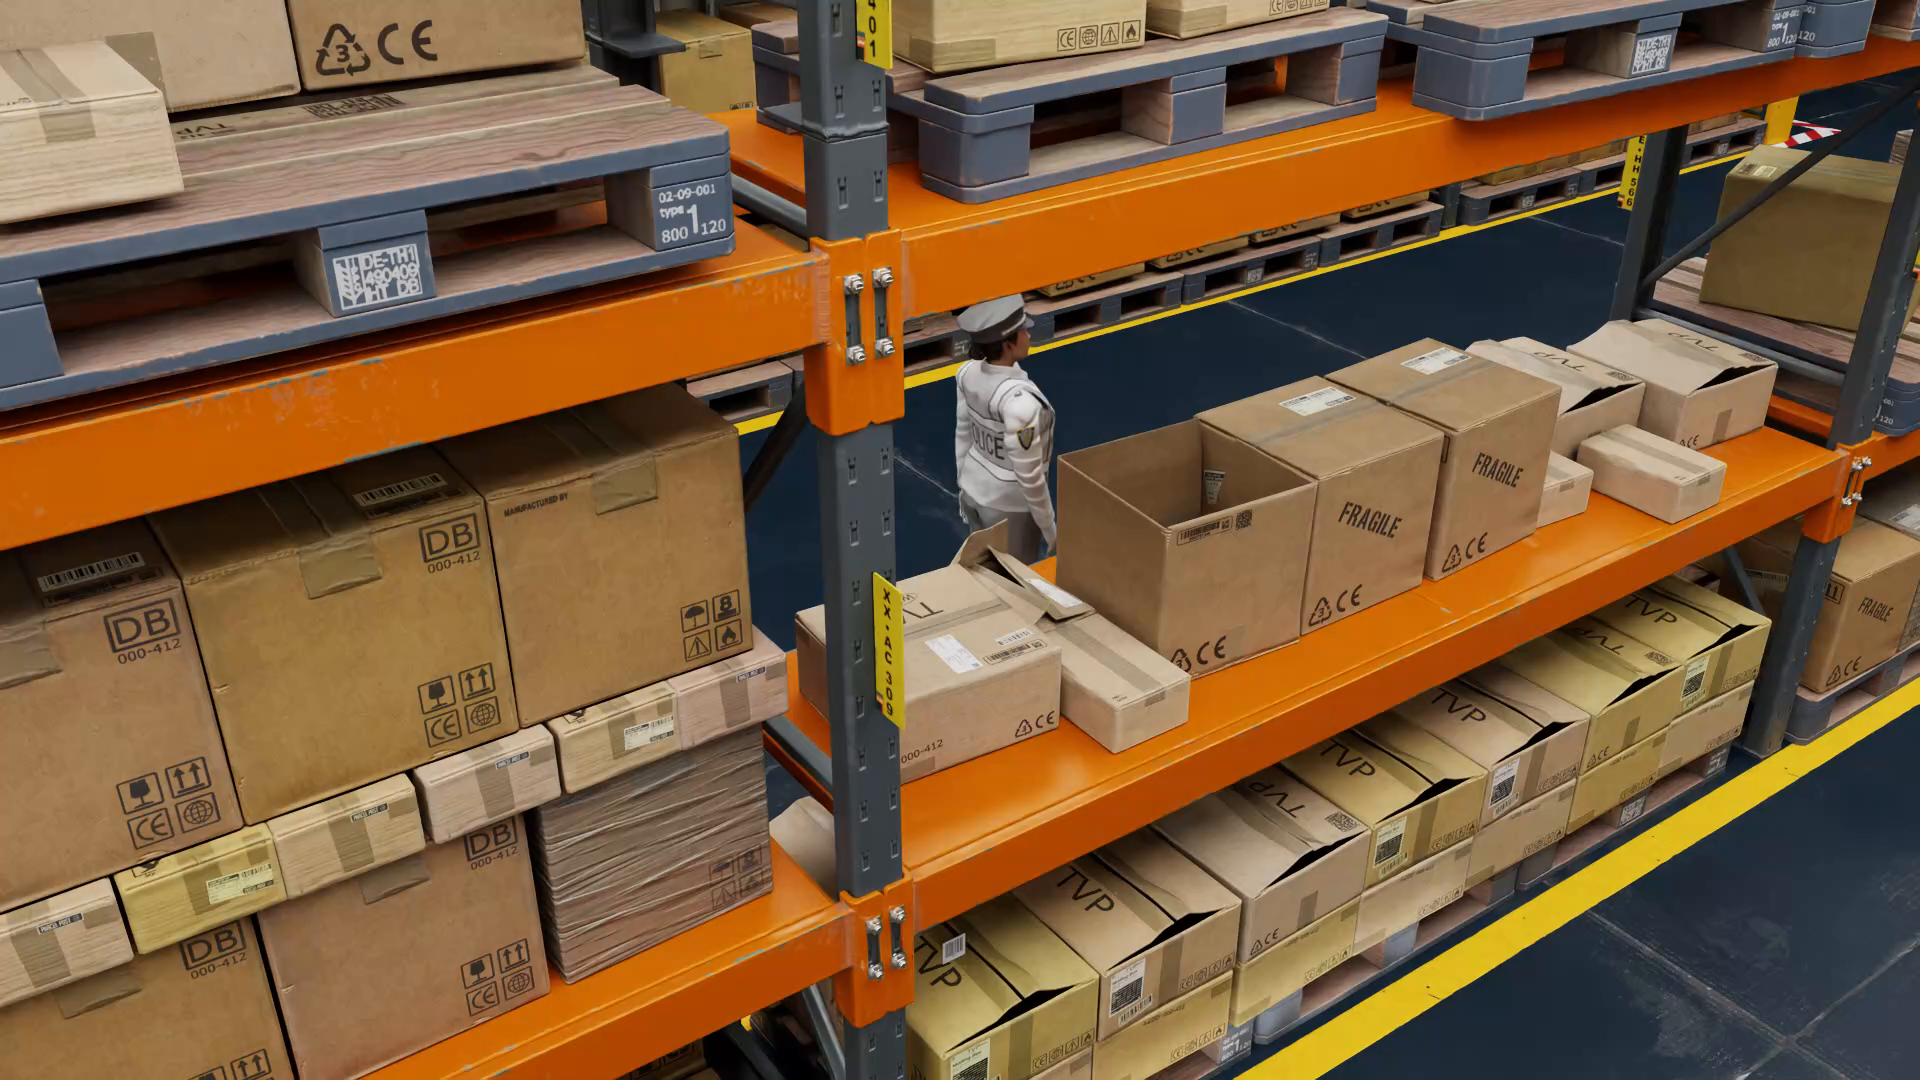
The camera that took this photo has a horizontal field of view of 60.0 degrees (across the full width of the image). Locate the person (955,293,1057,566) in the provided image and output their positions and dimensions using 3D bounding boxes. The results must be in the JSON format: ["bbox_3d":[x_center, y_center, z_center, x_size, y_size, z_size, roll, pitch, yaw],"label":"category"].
[{"bbox_3d":[0.159,-0.135,6.306,0.367,1.695,0.510,-14,32,-24],"label":"person"}]
